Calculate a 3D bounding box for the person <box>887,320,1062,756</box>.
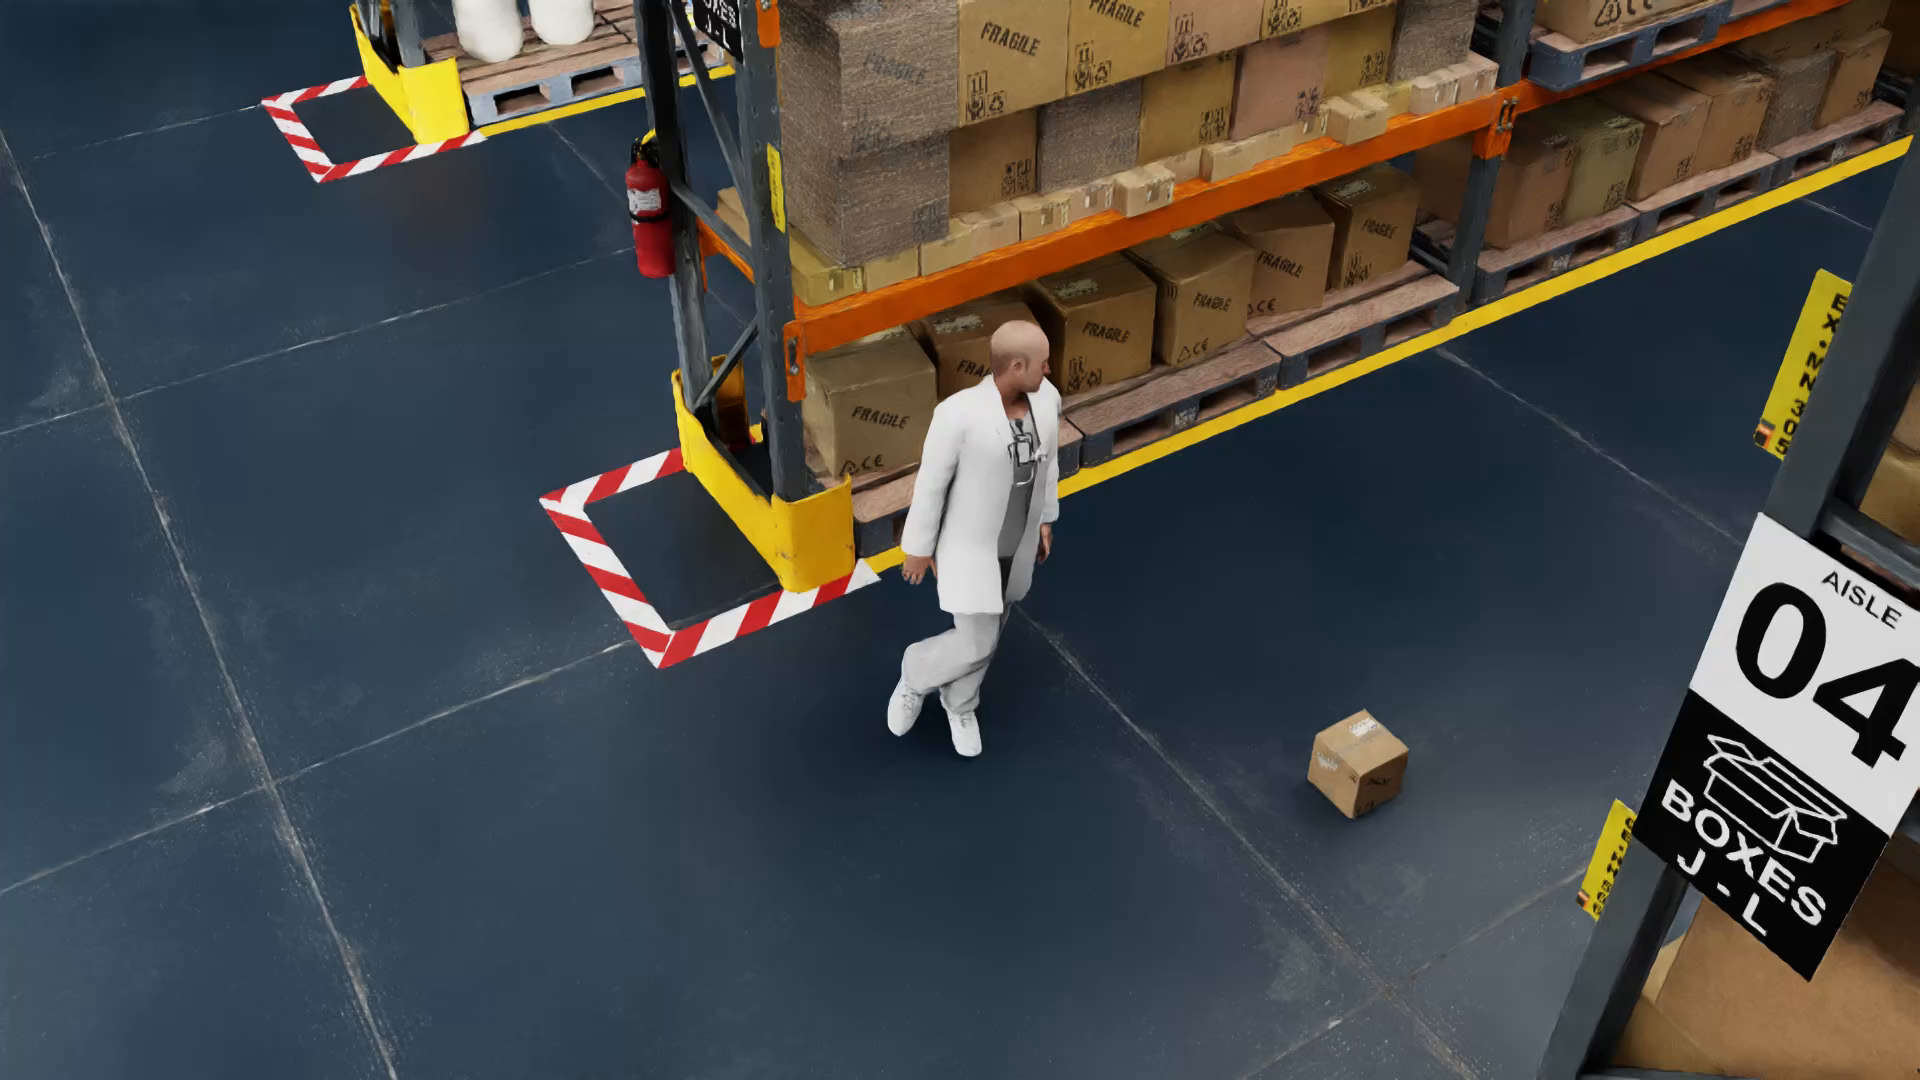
[{"bbox_3d":[0.086,0.032,6.115,0.765,1.770,0.490,-23,45,-25],"label":"person"}]
